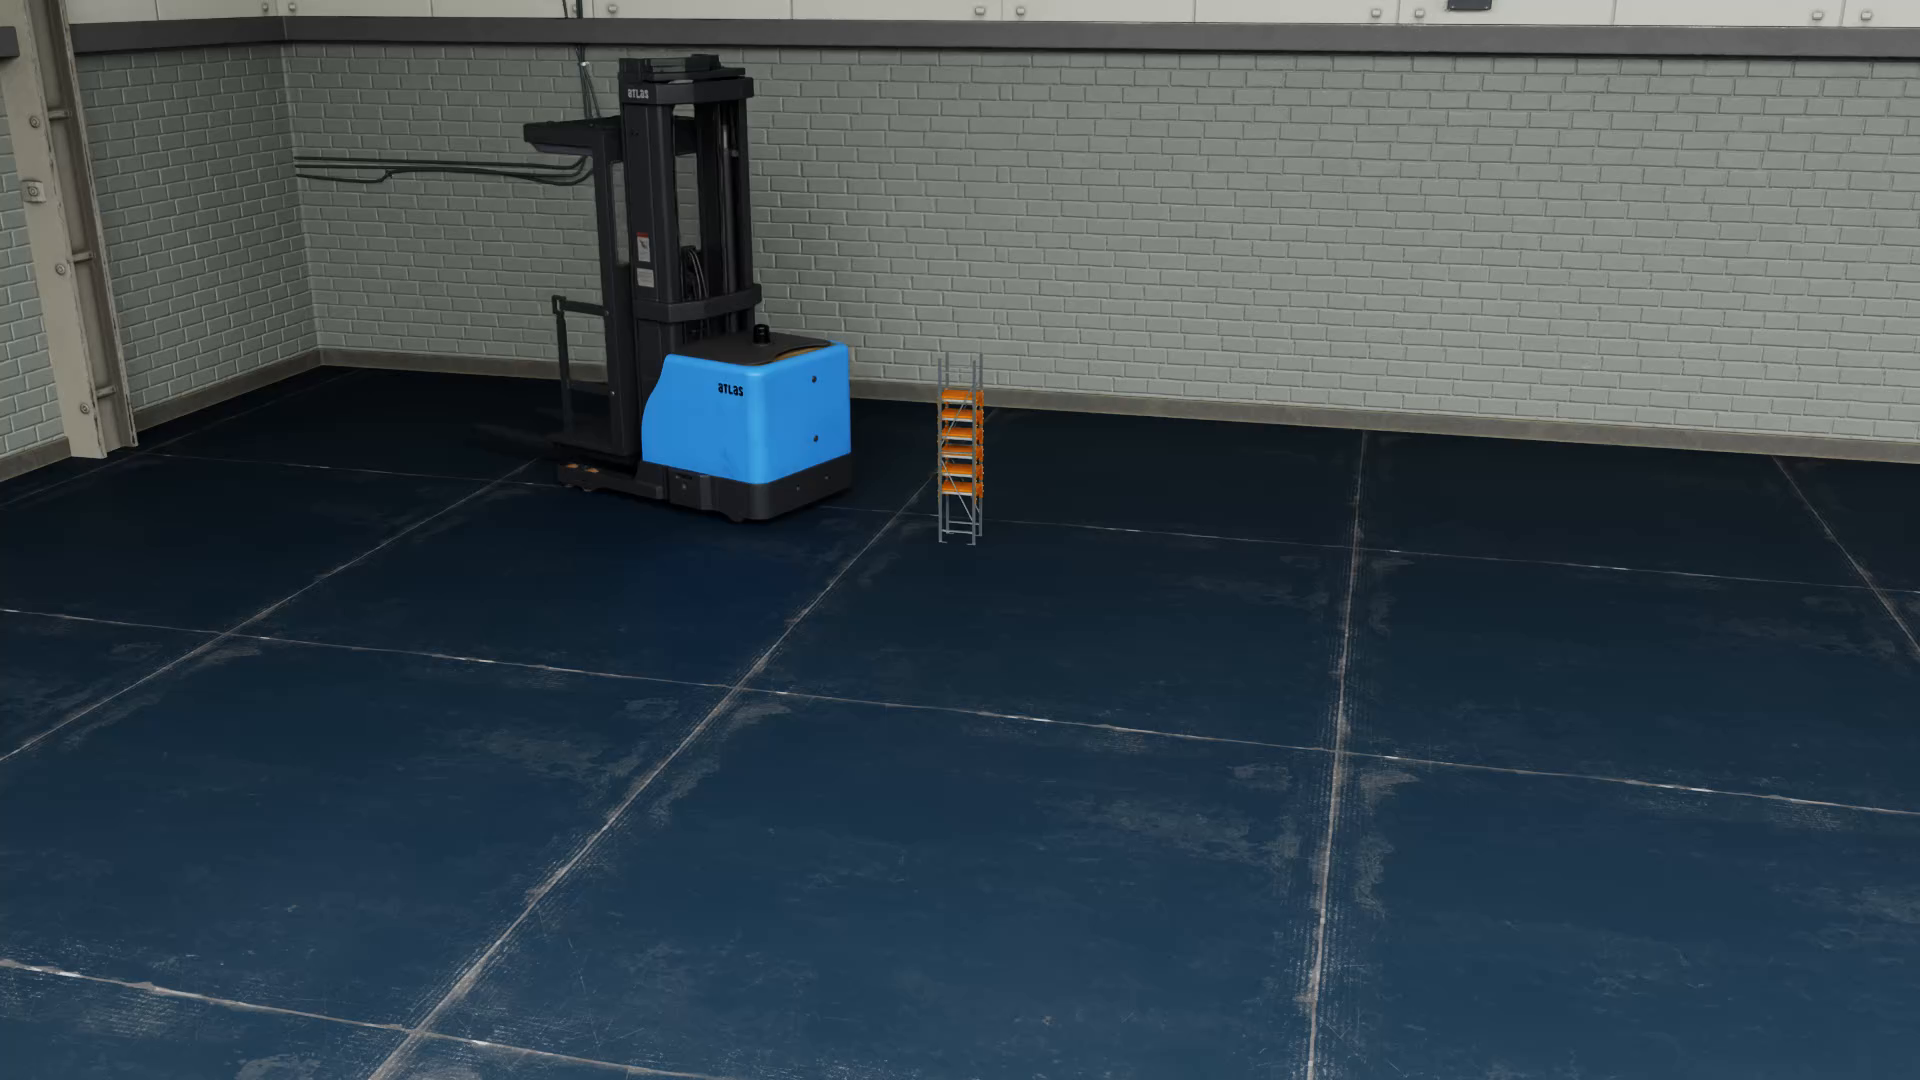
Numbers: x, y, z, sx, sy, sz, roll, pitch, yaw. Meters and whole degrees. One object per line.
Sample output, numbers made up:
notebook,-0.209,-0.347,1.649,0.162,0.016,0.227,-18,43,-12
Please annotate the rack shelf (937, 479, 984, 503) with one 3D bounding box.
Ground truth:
rack shelf,0.004,-0.303,10.599,0.258,0.103,0.180,5,19,13

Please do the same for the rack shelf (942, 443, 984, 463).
rack shelf,0.004,-0.530,10.521,0.258,0.103,0.180,5,19,13

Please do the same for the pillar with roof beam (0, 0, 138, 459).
pillar with roof beam,-2.361,-4.603,10.243,9.100,9.000,0.400,5,19,13

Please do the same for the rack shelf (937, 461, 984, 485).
rack shelf,0.004,-0.417,10.560,0.258,0.103,0.180,5,19,13

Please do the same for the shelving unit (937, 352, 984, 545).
shelving unit,0.004,-0.572,10.507,0.258,1.200,0.189,5,19,13

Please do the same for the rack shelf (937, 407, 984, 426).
rack shelf,0.004,-0.757,10.444,0.258,0.103,0.180,5,19,13

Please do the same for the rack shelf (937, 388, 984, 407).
rack shelf,0.004,-0.871,10.405,0.258,0.103,0.180,5,19,13

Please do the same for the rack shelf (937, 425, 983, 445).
rack shelf,0.004,-0.644,10.482,0.258,0.103,0.180,5,19,13

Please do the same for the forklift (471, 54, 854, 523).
forklift,-2.244,-1.851,11.573,3.031,2.935,1.130,12,22,32

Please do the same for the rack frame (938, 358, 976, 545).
rack frame,-0.019,-0.544,10.423,0.240,1.200,0.006,5,19,13

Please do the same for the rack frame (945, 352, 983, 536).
rack frame,0.026,-0.601,10.591,0.240,1.200,0.006,5,19,13

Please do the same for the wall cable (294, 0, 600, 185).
wall cable,-4.533,-4.293,14.138,3.097,2.526,0.112,5,19,13

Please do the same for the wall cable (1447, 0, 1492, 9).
wall cable,4.668,-6.617,10.877,2.305,6.003,0.169,5,19,13
